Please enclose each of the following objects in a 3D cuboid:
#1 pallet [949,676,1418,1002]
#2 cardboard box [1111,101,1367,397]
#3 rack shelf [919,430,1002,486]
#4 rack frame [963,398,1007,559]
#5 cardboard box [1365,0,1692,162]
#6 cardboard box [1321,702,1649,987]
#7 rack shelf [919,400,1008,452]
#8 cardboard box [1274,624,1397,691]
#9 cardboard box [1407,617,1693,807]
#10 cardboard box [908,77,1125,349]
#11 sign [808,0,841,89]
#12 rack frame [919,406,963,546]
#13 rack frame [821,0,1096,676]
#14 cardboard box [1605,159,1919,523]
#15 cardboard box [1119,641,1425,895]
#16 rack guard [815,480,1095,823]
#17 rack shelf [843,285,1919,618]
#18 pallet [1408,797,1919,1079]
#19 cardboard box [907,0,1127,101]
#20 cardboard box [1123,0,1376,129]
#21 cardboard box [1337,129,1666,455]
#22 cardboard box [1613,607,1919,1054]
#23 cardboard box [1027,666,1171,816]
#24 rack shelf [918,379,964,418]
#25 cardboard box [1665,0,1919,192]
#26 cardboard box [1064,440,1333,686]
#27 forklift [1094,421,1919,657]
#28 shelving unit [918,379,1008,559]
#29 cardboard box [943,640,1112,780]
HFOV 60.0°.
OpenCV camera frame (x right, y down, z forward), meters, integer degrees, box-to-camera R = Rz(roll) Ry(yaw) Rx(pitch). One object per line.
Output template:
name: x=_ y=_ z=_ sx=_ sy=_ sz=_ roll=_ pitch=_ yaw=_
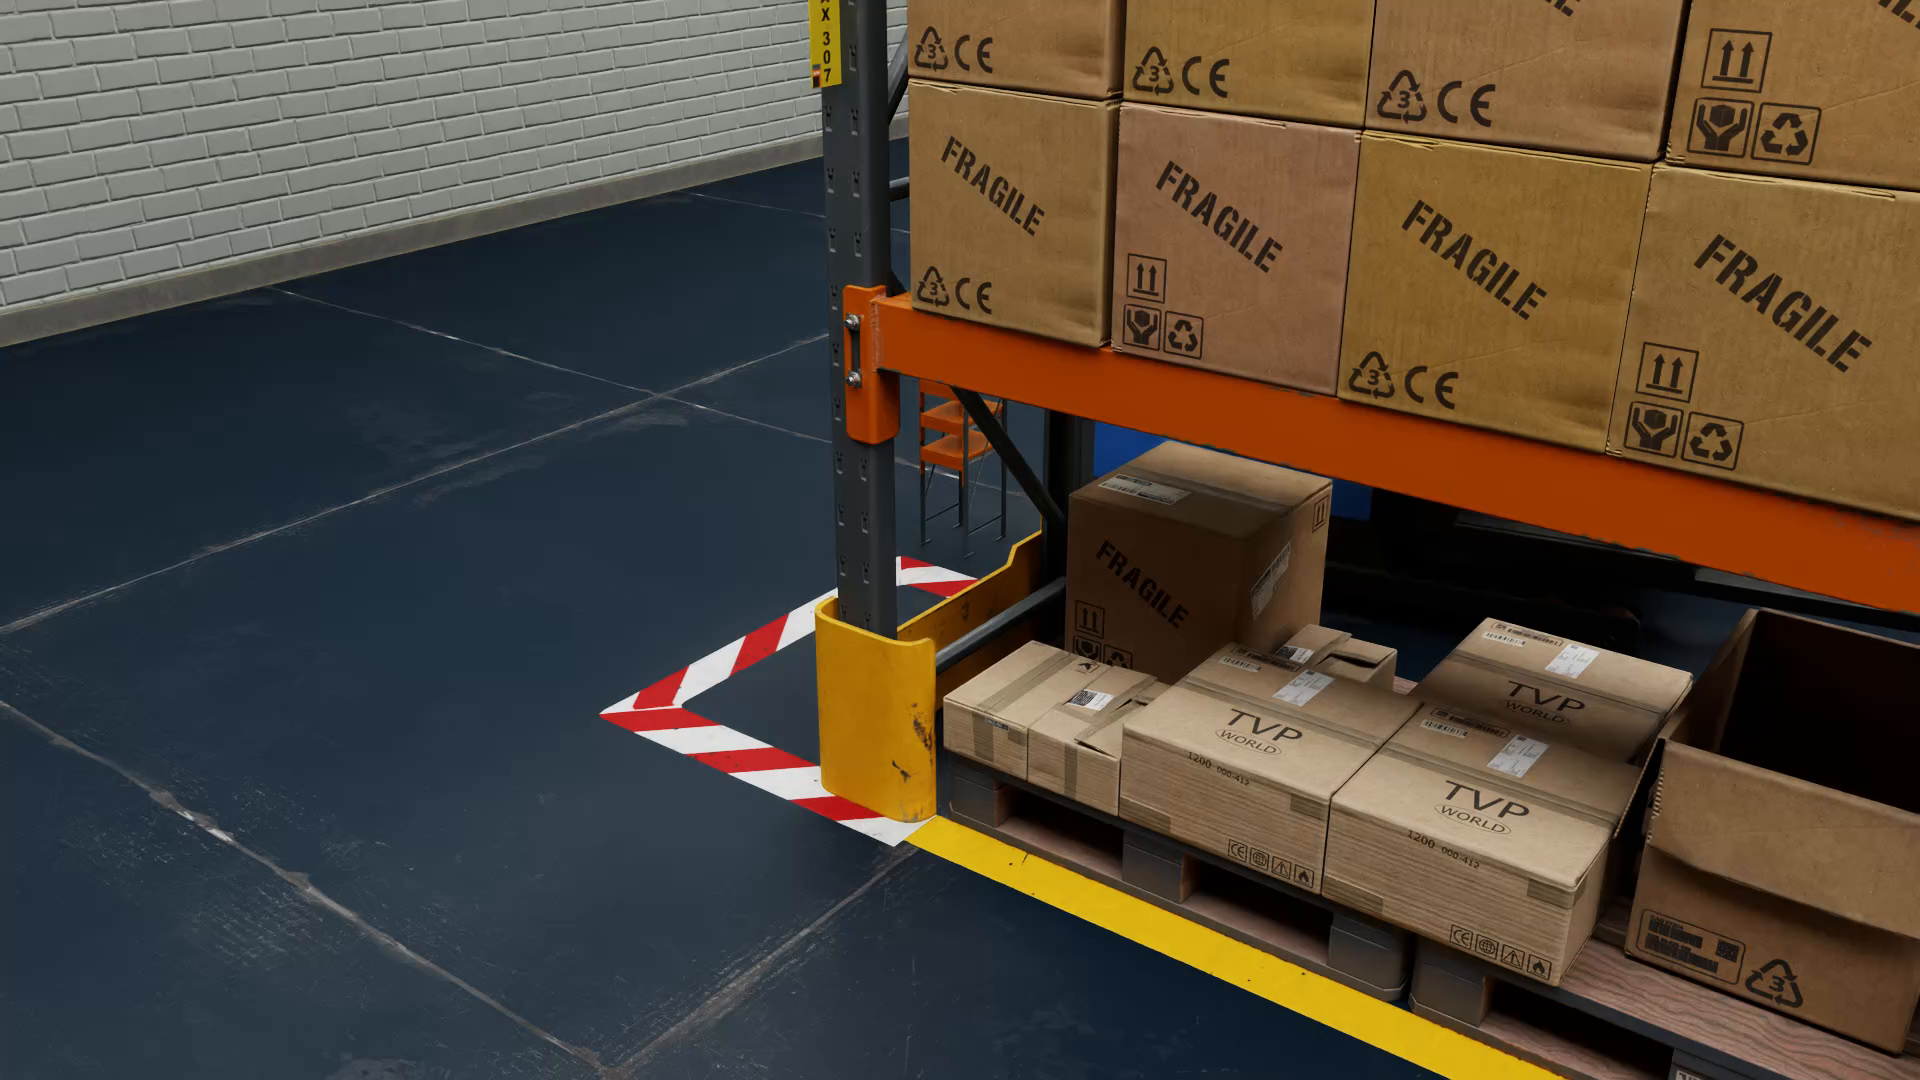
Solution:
pallet: x=0.740 y=0.583 z=4.166 sx=1.213 sy=0.211 sz=1.003 roll=17 pitch=29 yaw=33
cardboard box: x=0.654 y=-0.635 z=3.346 sx=0.500 sy=0.500 sz=0.500 roll=16 pitch=29 yaw=33
rack shelf: x=0.012 y=-0.285 z=5.615 sx=0.180 sy=0.103 sz=0.258 roll=17 pitch=29 yaw=33
rack frame: x=0.085 y=-0.523 z=5.450 sx=0.006 sy=1.200 sz=0.240 roll=17 pitch=29 yaw=33
cardboard box: x=1.058 y=-0.969 z=2.864 sx=0.500 sy=0.500 sz=0.500 roll=17 pitch=29 yaw=34
cardboard box: x=1.106 y=0.617 z=3.493 sx=0.500 sy=0.250 sz=0.500 roll=17 pitch=29 yaw=33
rack shelf: x=0.012 y=-0.395 z=5.566 sx=0.180 sy=0.103 sz=0.258 roll=17 pitch=29 yaw=33
cardboard box: x=0.894 y=0.370 z=4.159 sx=0.250 sy=0.166 sz=0.380 roll=17 pitch=29 yaw=33
cardboard box: x=1.366 y=0.444 z=3.887 sx=0.500 sy=0.250 sz=0.500 roll=17 pitch=29 yaw=33
cardboard box: x=0.238 y=-0.758 z=3.626 sx=0.500 sy=0.500 sz=0.500 roll=18 pitch=29 yaw=34
sign: x=-0.285 y=-1.125 z=3.510 sx=0.005 sy=0.325 sz=0.100 roll=17 pitch=29 yaw=33
rack frame: x=-0.062 y=-0.568 z=5.550 sx=0.006 sy=1.200 sz=0.240 roll=17 pitch=29 yaw=33
rack frame: x=0.041 y=-0.904 z=4.082 sx=0.127 sy=3.000 sz=1.000 roll=17 pitch=29 yaw=33
cardboard box: x=1.453 y=-0.391 z=2.793 sx=0.500 sy=0.500 sz=0.500 roll=17 pitch=29 yaw=34
cardboard box: x=0.706 y=0.497 z=3.767 sx=0.500 sy=0.250 sz=0.500 roll=17 pitch=29 yaw=33
rack guard: x=0.102 y=0.258 z=4.545 sx=0.348 sy=0.500 sz=1.175 roll=17 pitch=29 yaw=33
rack shelf: x=1.641 y=-0.092 z=3.130 sx=4.000 sy=0.370 sz=1.077 roll=17 pitch=29 yaw=33
pallet: x=1.712 y=0.878 z=3.496 sx=1.213 sy=0.211 sz=1.003 roll=17 pitch=29 yaw=33
cardboard box: x=0.238 y=-1.215 z=3.424 sx=0.500 sy=0.500 sz=0.500 roll=18 pitch=29 yaw=35
cardboard box: x=0.661 y=-1.091 z=3.143 sx=0.500 sy=0.500 sz=0.500 roll=17 pitch=29 yaw=34
cardboard box: x=1.054 y=-0.512 z=3.069 sx=0.500 sy=0.500 sz=0.500 roll=17 pitch=29 yaw=33
cardboard box: x=1.735 y=0.551 z=3.329 sx=0.637 sy=0.503 sz=0.797 roll=17 pitch=29 yaw=33
cardboard box: x=0.370 y=0.463 z=3.946 sx=0.250 sy=0.166 sz=0.380 roll=17 pitch=29 yaw=33
rack shelf: x=0.012 y=-0.505 z=5.518 sx=0.180 sy=0.103 sz=0.258 roll=17 pitch=29 yaw=33
cardboard box: x=1.465 y=-0.846 z=2.586 sx=0.500 sy=0.500 sz=0.500 roll=17 pitch=29 yaw=33
cardboard box: x=0.624 y=0.090 z=4.380 sx=0.500 sy=0.500 sz=0.500 roll=17 pitch=29 yaw=33
forklift: x=1.881 y=-1.224 z=4.893 sx=3.031 sy=2.935 sz=1.130 roll=10 pitch=26 yaw=22
shelving unit: x=0.012 y=-0.546 z=5.500 sx=0.189 sy=1.200 sz=0.258 roll=17 pitch=29 yaw=33
cardboard box: x=0.170 y=0.411 z=4.087 sx=0.250 sy=0.149 sz=0.380 roll=17 pitch=29 yaw=33
